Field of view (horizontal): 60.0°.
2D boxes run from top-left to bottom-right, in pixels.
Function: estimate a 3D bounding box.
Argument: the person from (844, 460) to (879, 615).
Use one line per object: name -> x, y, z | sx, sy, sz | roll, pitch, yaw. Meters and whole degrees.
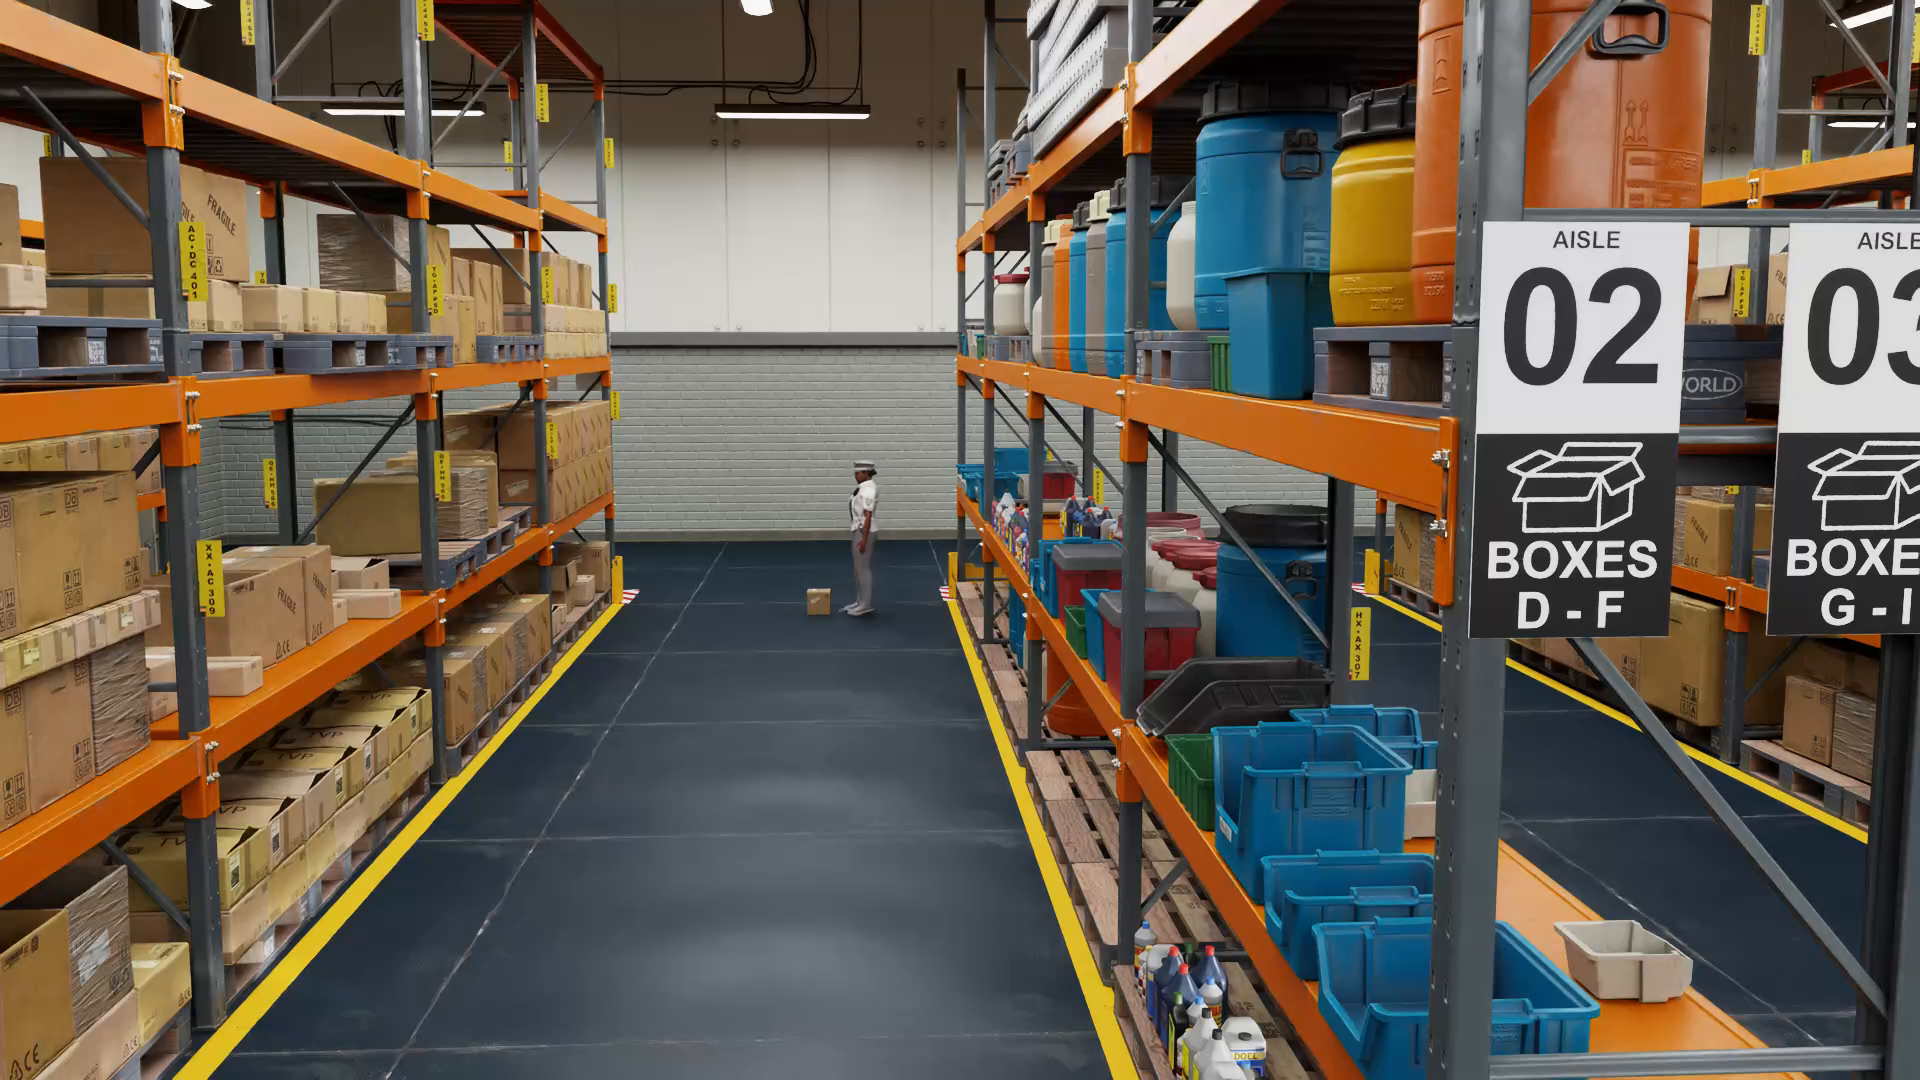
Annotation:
person -> -1.079, -0.036, 18.194 | 0.397, 1.677, 0.463 | 0, 7, -3
